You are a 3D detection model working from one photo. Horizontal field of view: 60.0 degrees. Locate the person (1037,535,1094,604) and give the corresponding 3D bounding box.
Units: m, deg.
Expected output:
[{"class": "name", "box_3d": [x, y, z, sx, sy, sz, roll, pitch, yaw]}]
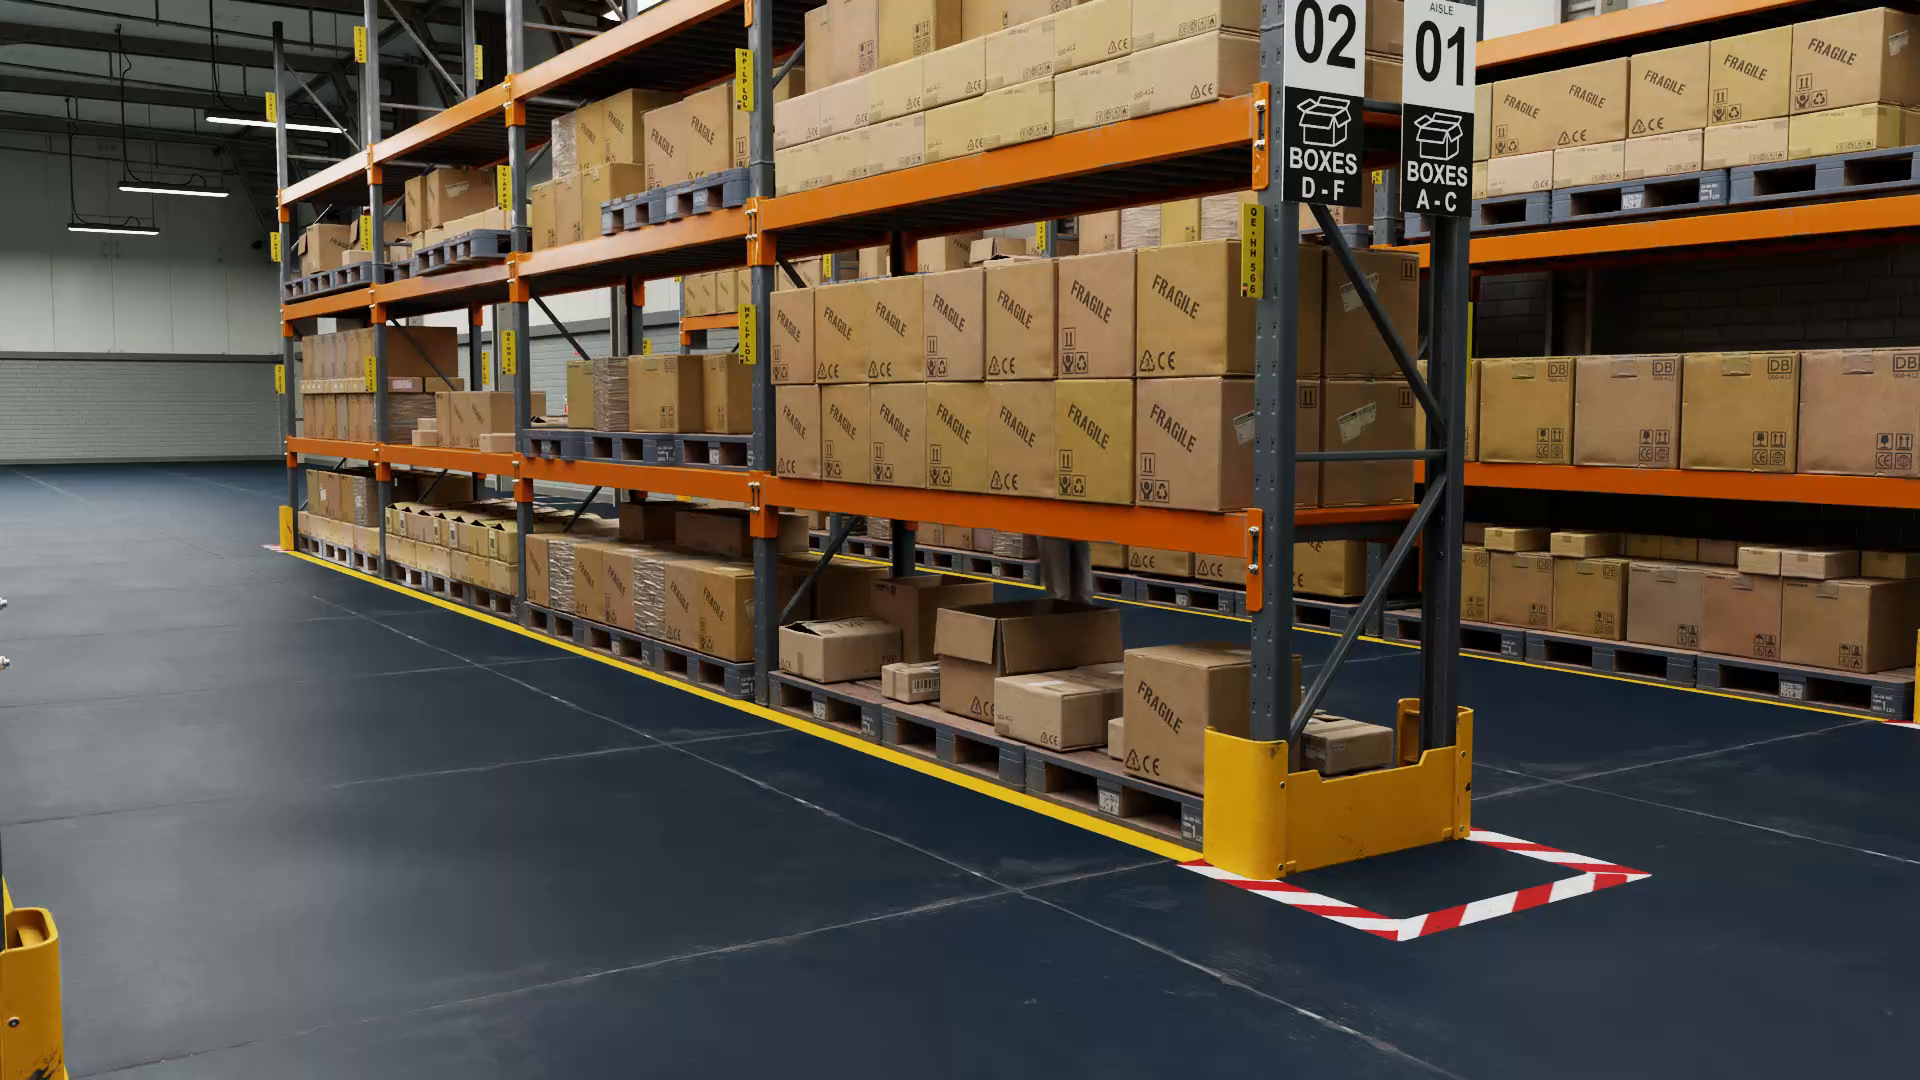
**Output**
[{"class": "person", "box_3d": [0.700, 0.004, 10.568, 0.437, 1.665, 0.549, -3, 6, -33]}]
